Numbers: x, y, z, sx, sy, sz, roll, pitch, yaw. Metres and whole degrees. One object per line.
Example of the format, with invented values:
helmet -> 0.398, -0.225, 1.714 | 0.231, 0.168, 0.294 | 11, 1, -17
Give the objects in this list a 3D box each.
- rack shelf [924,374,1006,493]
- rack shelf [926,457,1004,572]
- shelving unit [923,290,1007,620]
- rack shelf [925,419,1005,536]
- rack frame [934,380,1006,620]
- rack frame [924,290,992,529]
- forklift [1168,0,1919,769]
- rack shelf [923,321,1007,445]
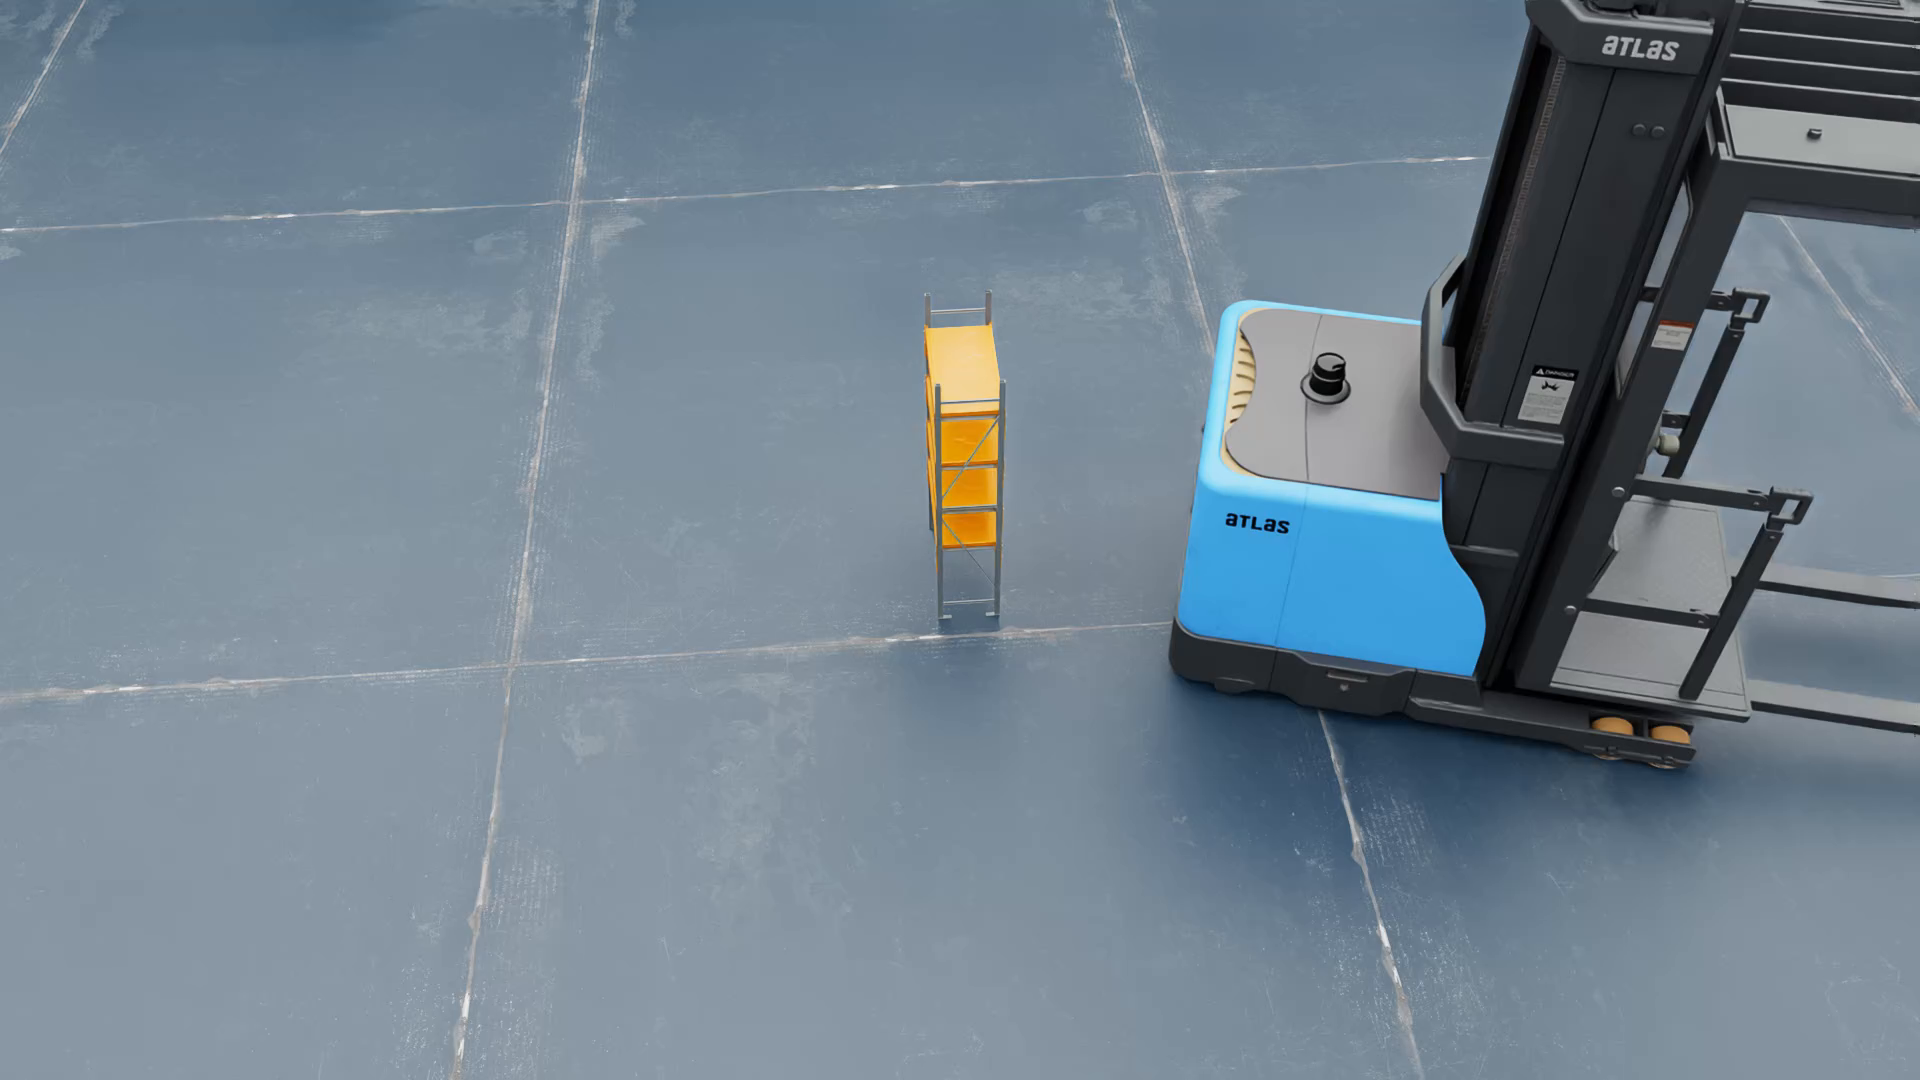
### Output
rack shelf -> 0.014, -0.400, 6.087 | 0.258, 0.148, 0.480 | -3, 47, -3
rack shelf -> 0.014, -0.110, 6.394 | 0.258, 0.148, 0.480 | -3, 47, -3
shelving unit -> 0.014, -0.293, 6.201 | 0.258, 1.200, 0.503 | -3, 47, -3
rack shelf -> 0.014, -0.247, 6.250 | 0.258, 0.148, 0.480 | -3, 47, -3
rack frame -> 0.034, -0.116, 6.034 | 0.240, 1.200, 0.015 | -3, 47, -3
rack frame -> -0.007, -0.469, 6.368 | 0.240, 1.200, 0.015 | -3, 47, -3
forklift -> 2.351, -0.610, 5.309 | 3.031, 2.935, 1.130 | 8, 47, 8
rack shelf -> 0.014, -0.563, 5.916 | 0.258, 0.148, 0.480 | -3, 47, -3
